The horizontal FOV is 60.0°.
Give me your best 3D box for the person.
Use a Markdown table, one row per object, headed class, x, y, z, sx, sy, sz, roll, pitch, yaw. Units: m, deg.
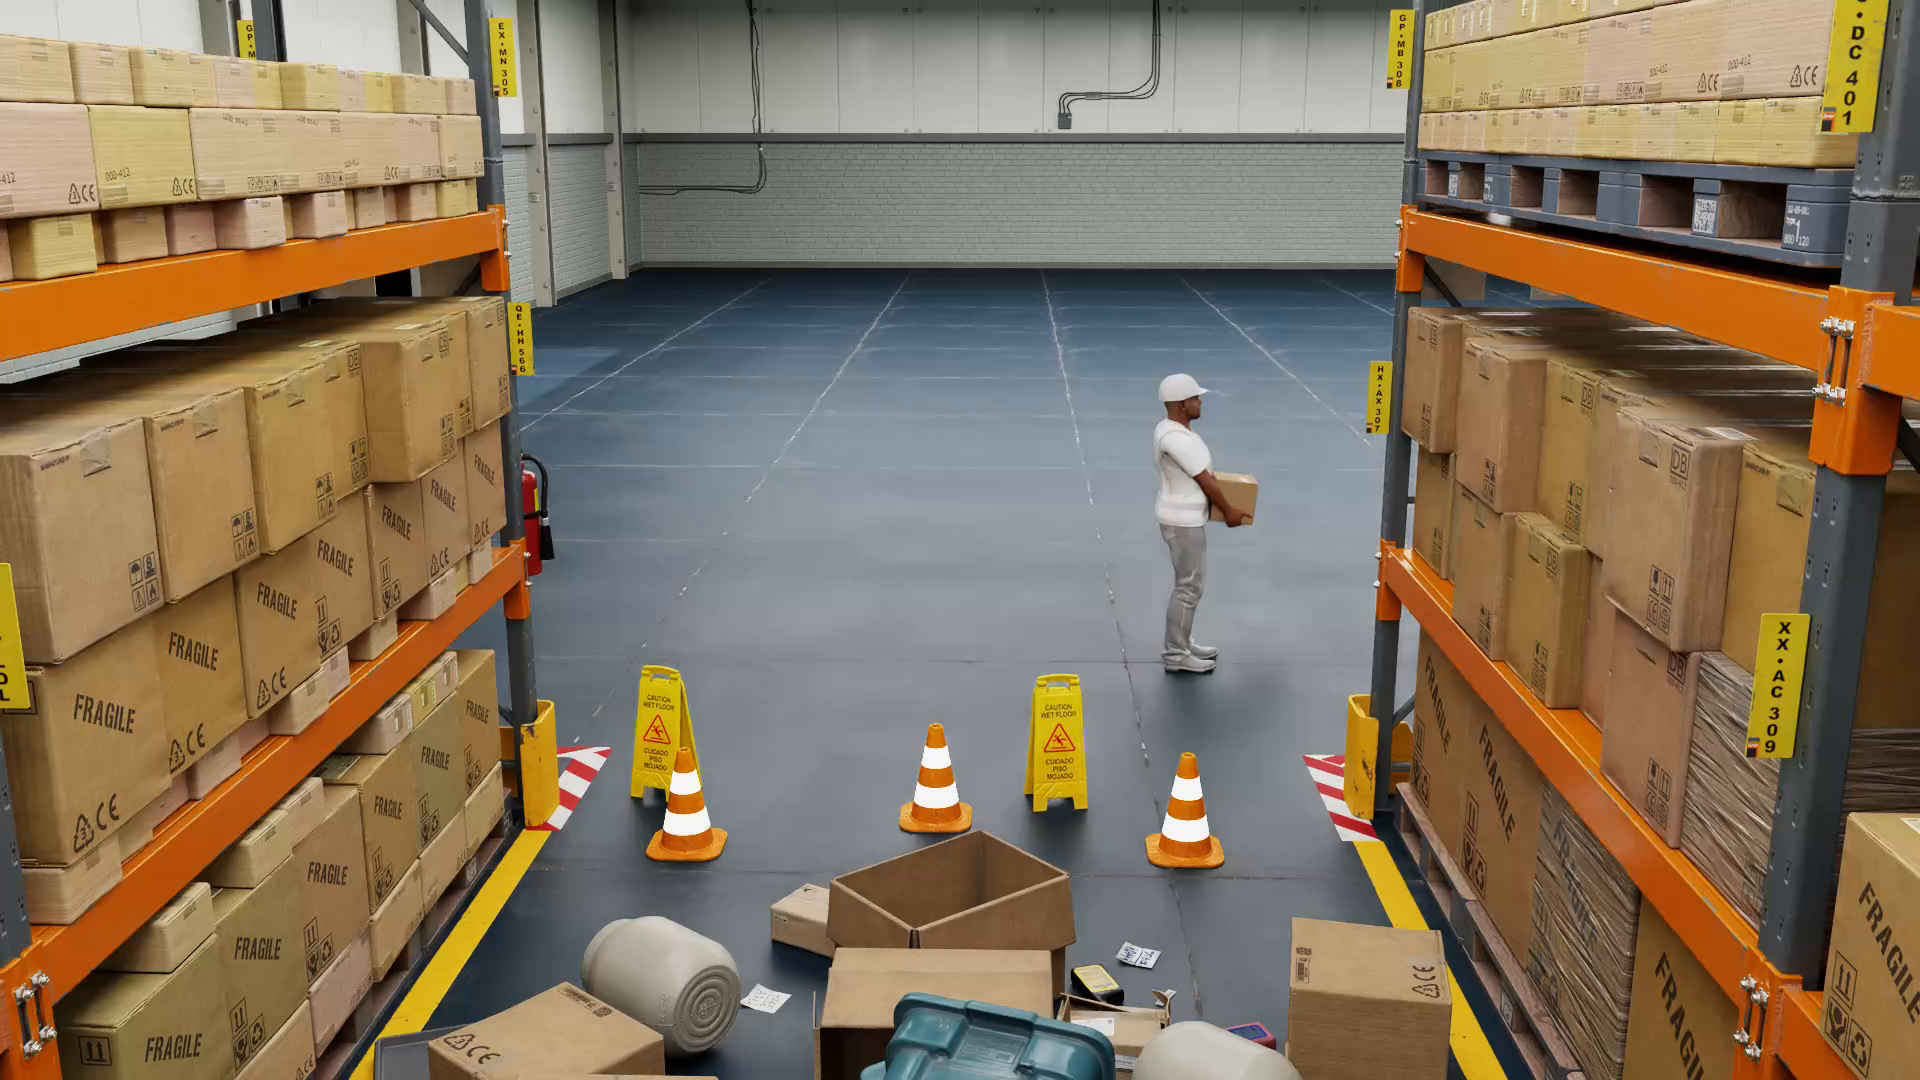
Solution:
| class | x | y | z | sx | sy | sz | roll | pitch | yaw |
| --- | --- | --- | --- | --- | --- | --- | --- | --- | --- |
| person | 1.433 | -0.110 | 9.906 | 0.581 | 1.761 | 0.504 | 1 | 14 | 2 |
